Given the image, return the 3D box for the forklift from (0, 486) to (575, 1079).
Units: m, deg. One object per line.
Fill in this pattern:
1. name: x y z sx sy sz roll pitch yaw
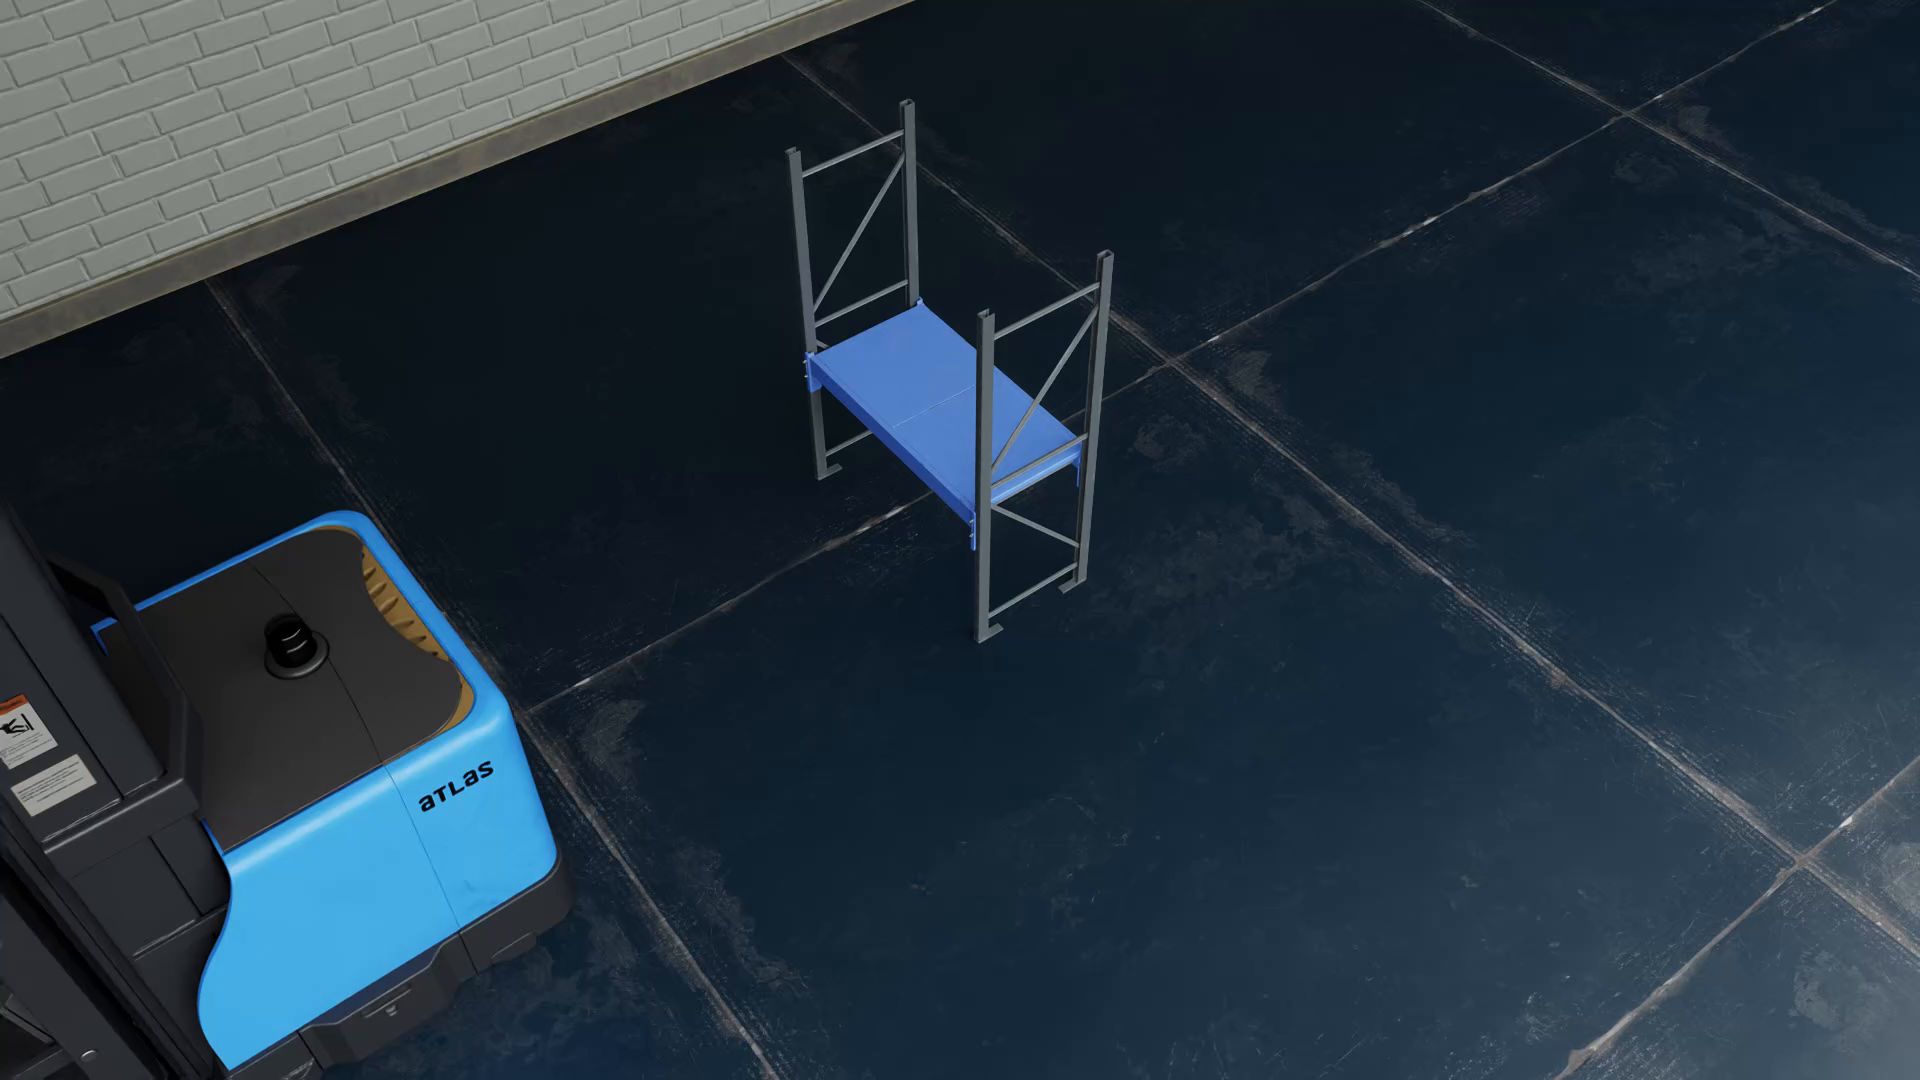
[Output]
1. forklift: -2.660 0.581 3.745 3.031 2.935 1.130 -30 55 -25

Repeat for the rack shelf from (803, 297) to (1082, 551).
1. rack shelf: -0.052 -0.433 5.873 0.538 0.185 1.000 -29 54 -24

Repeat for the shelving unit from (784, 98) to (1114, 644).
1. shelving unit: -0.052 -0.554 5.740 0.538 1.500 1.048 -29 54 -24

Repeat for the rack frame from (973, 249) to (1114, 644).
1. rack frame: 0.256 -0.254 5.468 0.500 1.500 0.032 -29 54 -24

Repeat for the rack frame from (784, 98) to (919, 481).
1. rack frame: -0.359 -0.854 6.012 0.500 1.500 0.032 -29 54 -24
